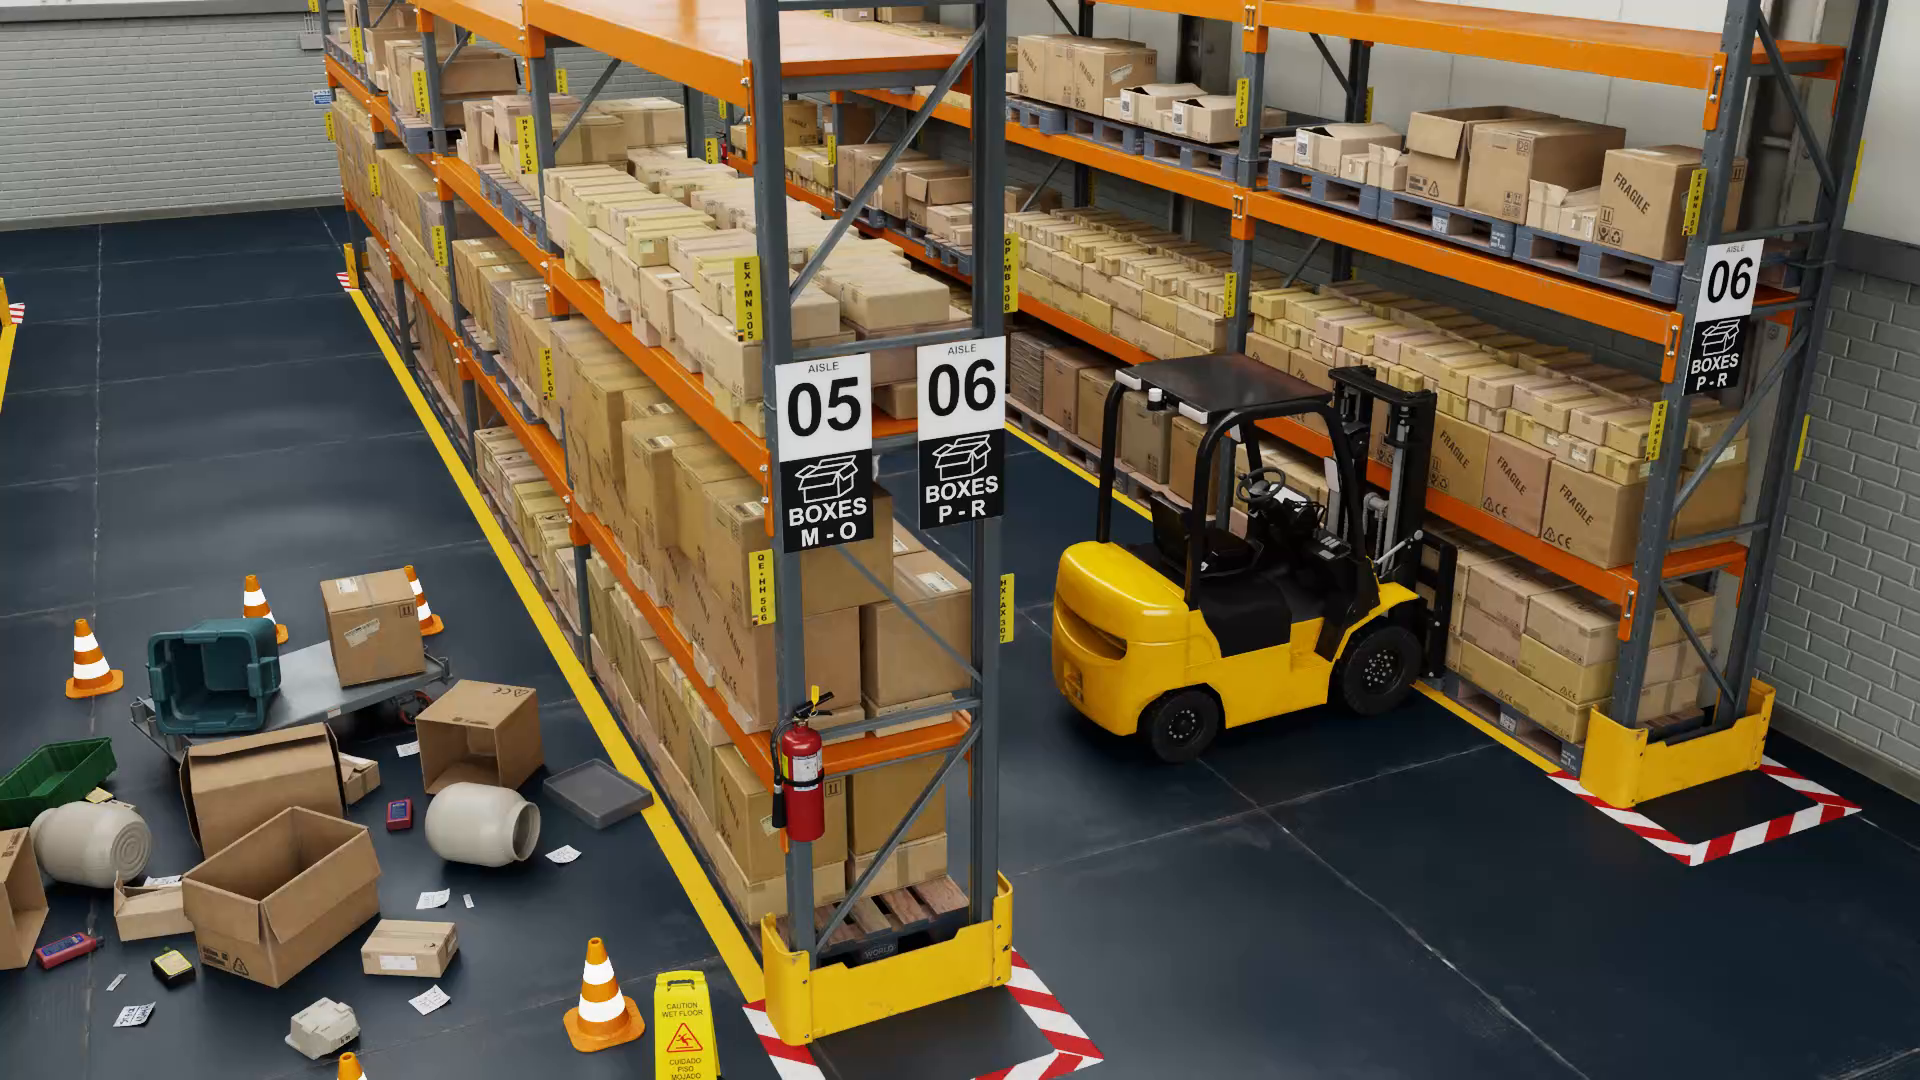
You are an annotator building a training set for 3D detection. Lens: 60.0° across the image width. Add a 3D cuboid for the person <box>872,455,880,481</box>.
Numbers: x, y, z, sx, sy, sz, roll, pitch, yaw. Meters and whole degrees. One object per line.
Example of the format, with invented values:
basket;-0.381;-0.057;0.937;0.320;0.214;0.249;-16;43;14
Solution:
person;-0.853;-0.642;12.508;0.480;1.639;0.993;-13;26;-29
